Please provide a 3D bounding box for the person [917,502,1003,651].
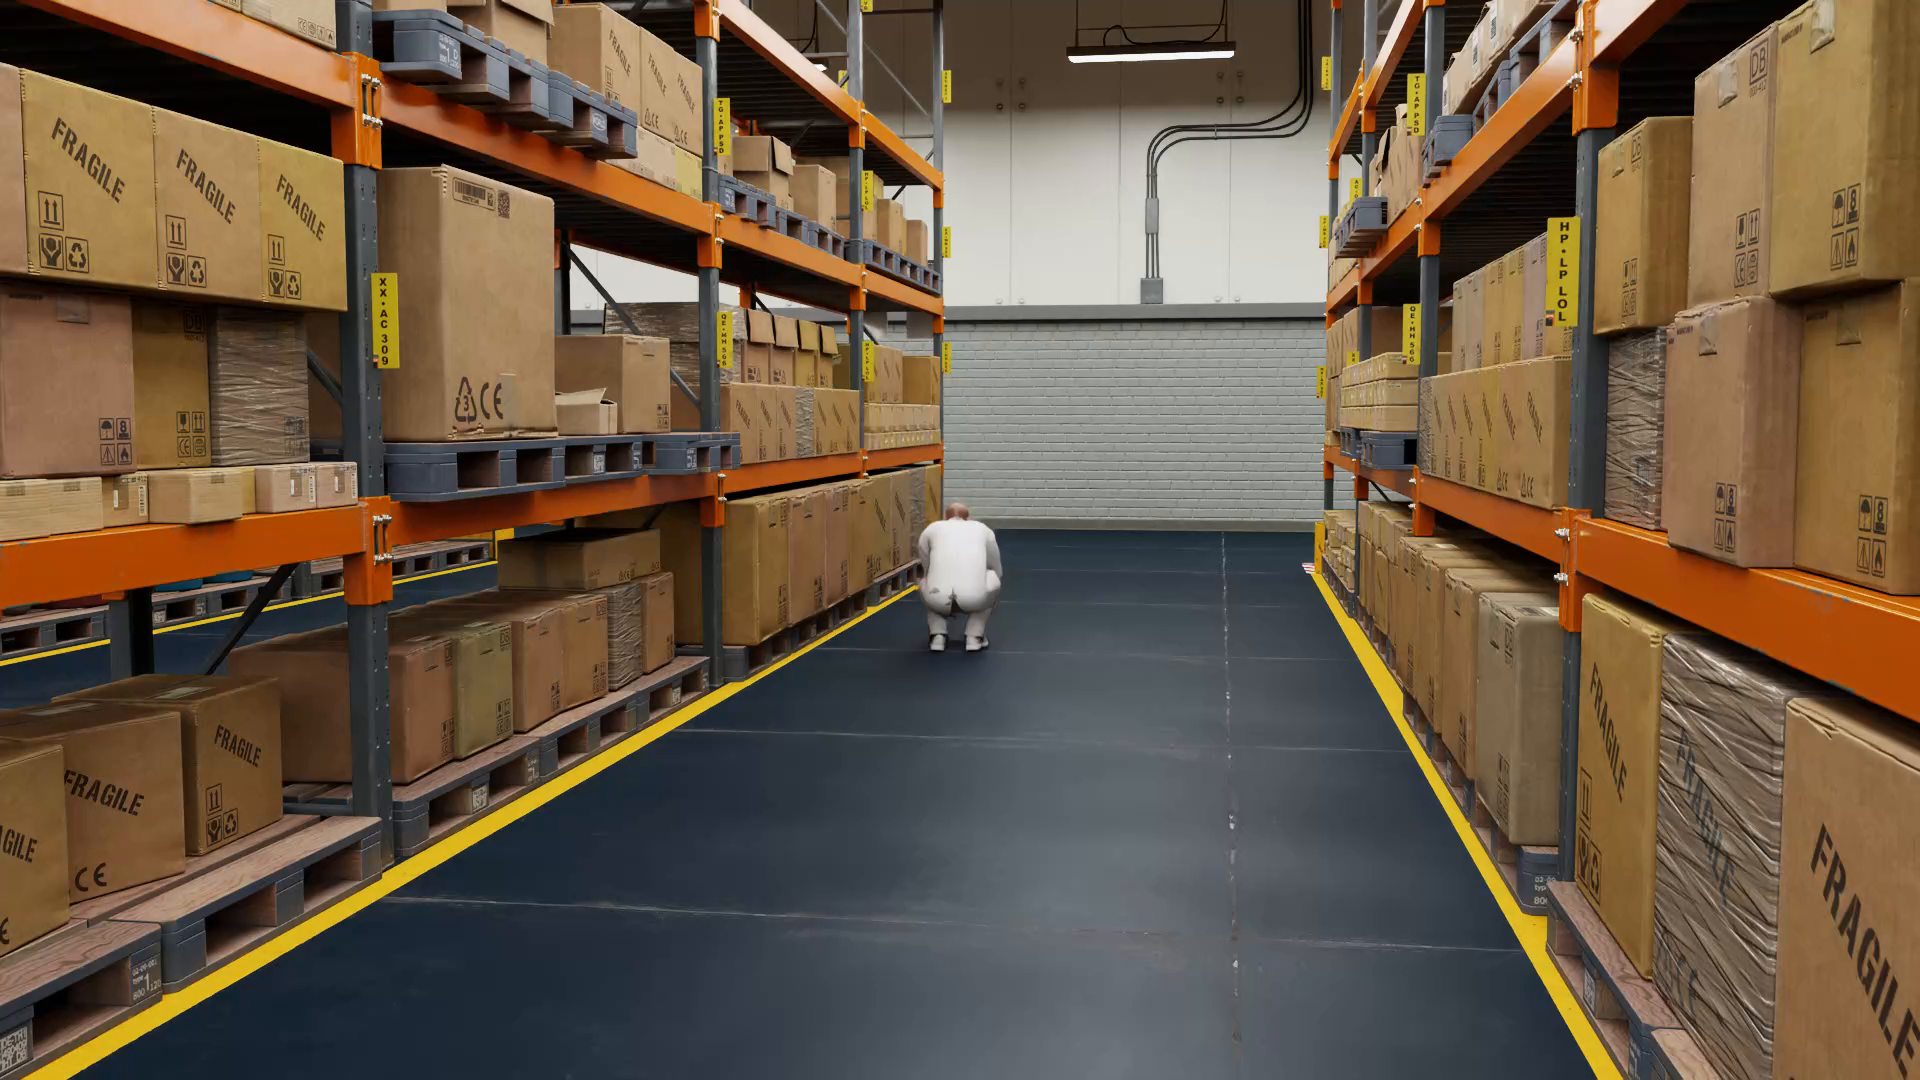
[{"bbox_3d":[-0.006,0.246,11.545,0.603,0.995,0.909,1,4,8],"label":"person"}]
